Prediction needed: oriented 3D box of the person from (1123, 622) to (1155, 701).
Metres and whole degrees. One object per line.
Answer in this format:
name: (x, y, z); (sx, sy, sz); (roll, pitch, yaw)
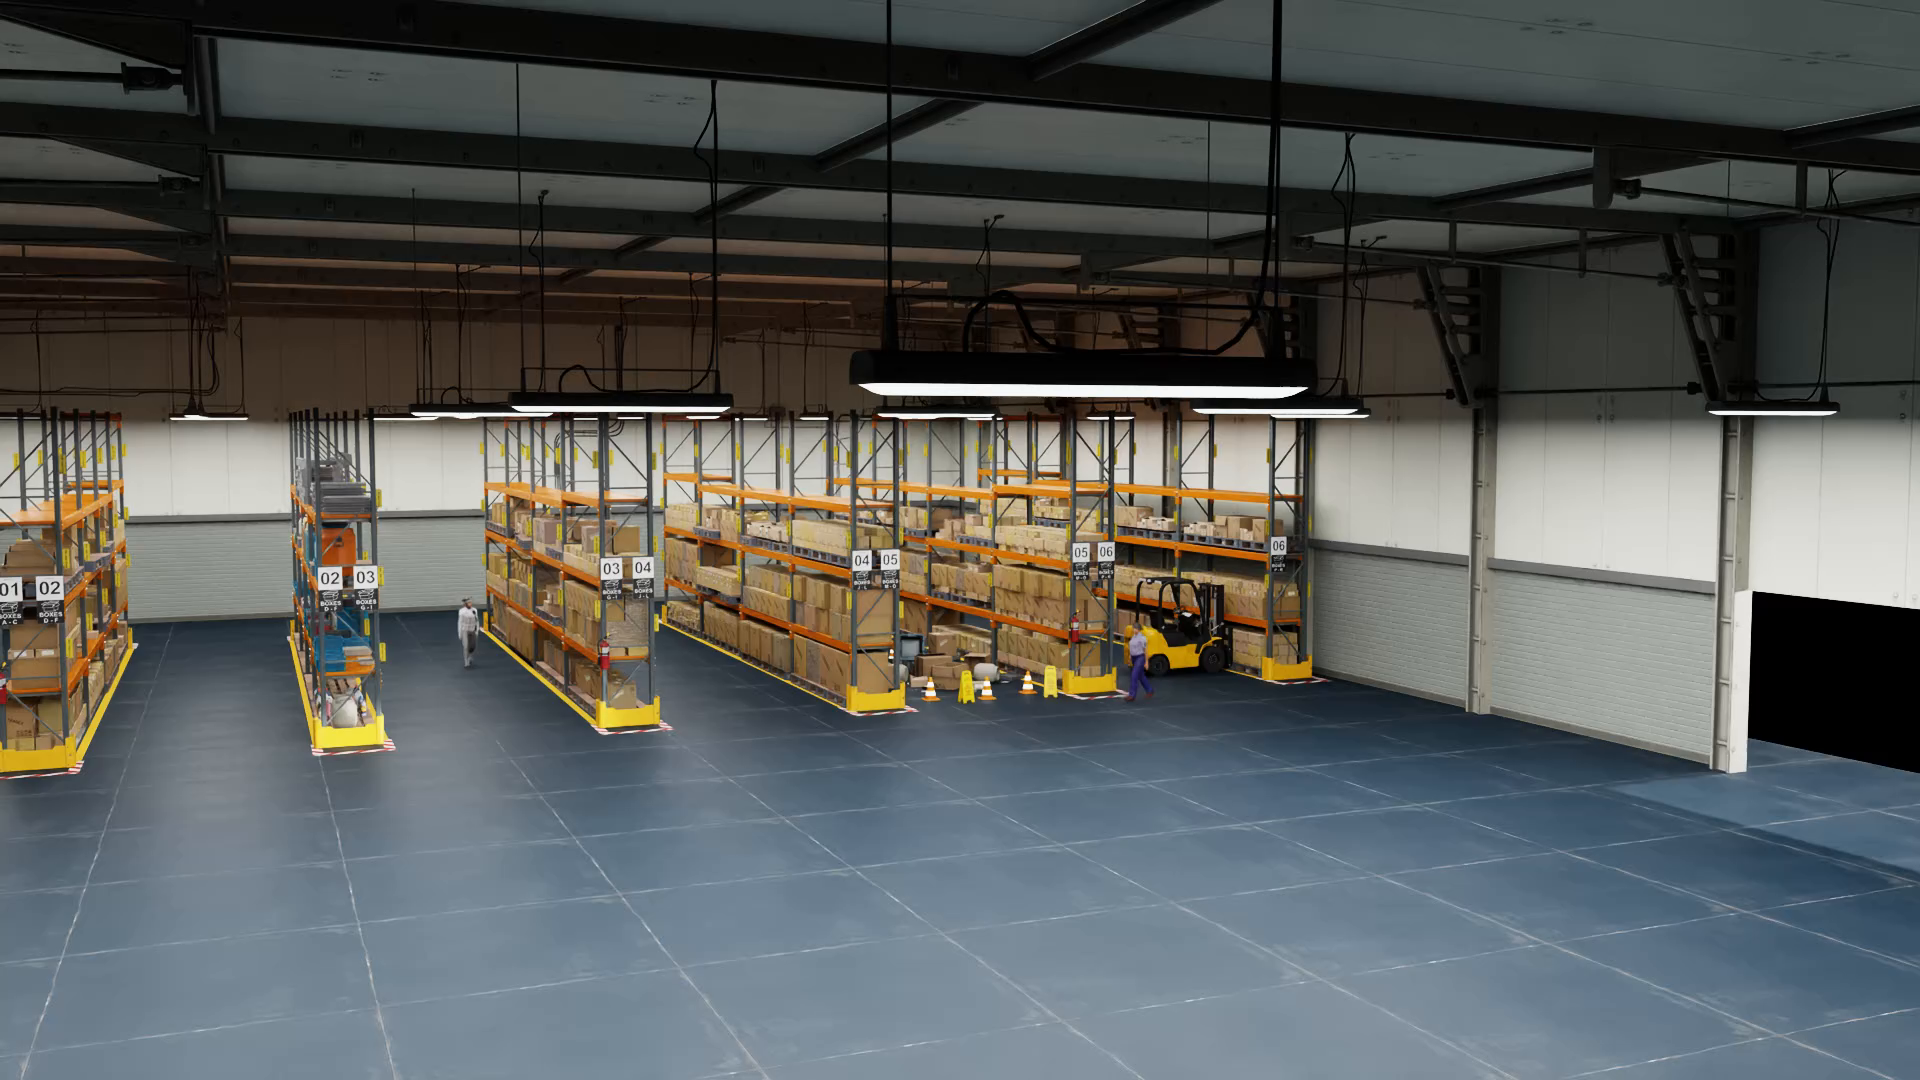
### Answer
person: (3.701, 2.506, 34.468); (0.853, 1.614, 0.516); (-1, 4, -19)

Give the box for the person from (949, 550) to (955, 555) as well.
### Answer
person: (-0.193, 1.147, 53.179); (0.986, 1.684, 0.516); (-2, 5, -29)

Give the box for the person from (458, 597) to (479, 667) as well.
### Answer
person: (-11.637, 2.137, 39.328); (0.481, 1.632, 0.872); (-2, 4, -25)
